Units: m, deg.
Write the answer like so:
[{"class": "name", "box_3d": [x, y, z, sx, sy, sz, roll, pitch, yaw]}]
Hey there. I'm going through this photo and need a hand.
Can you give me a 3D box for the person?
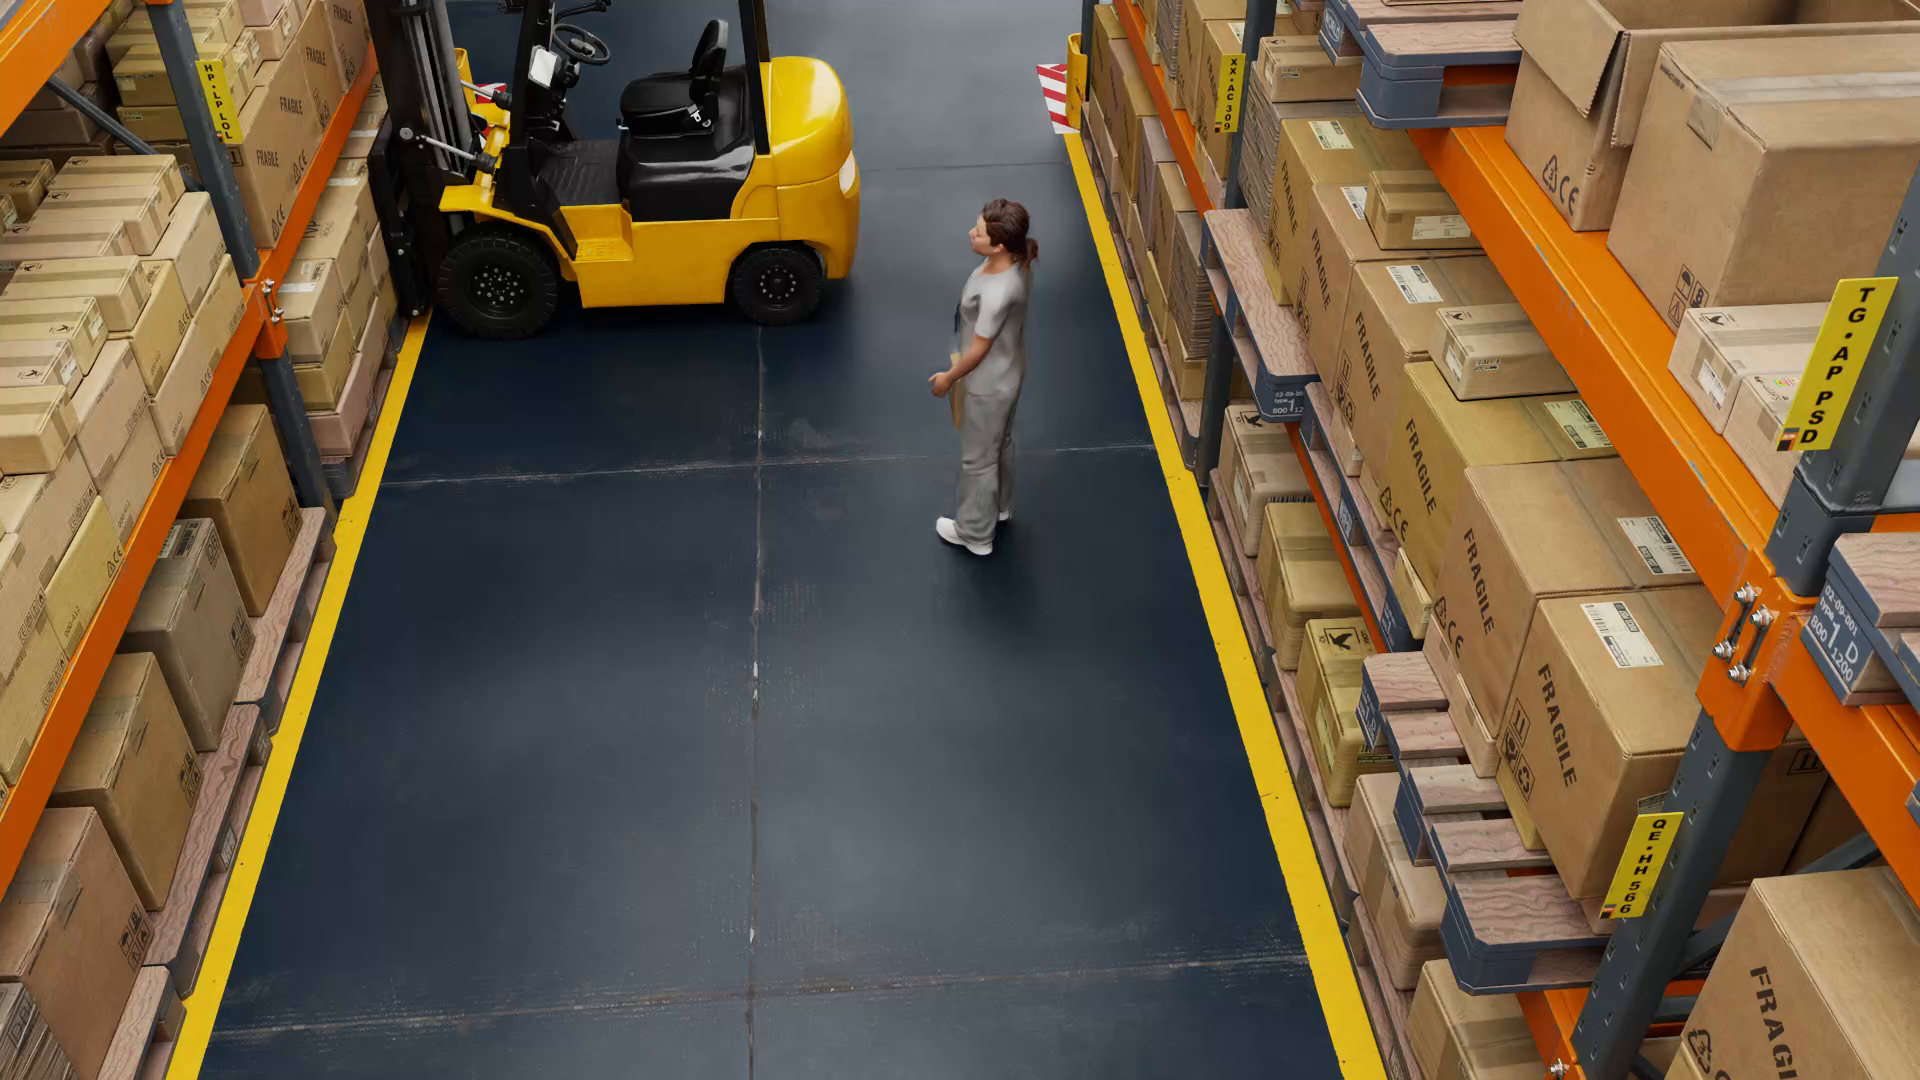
[{"class": "person", "box_3d": [0.109, -0.698, 6.981, 0.443, 1.684, 0.527, 7, 40, 9]}]
